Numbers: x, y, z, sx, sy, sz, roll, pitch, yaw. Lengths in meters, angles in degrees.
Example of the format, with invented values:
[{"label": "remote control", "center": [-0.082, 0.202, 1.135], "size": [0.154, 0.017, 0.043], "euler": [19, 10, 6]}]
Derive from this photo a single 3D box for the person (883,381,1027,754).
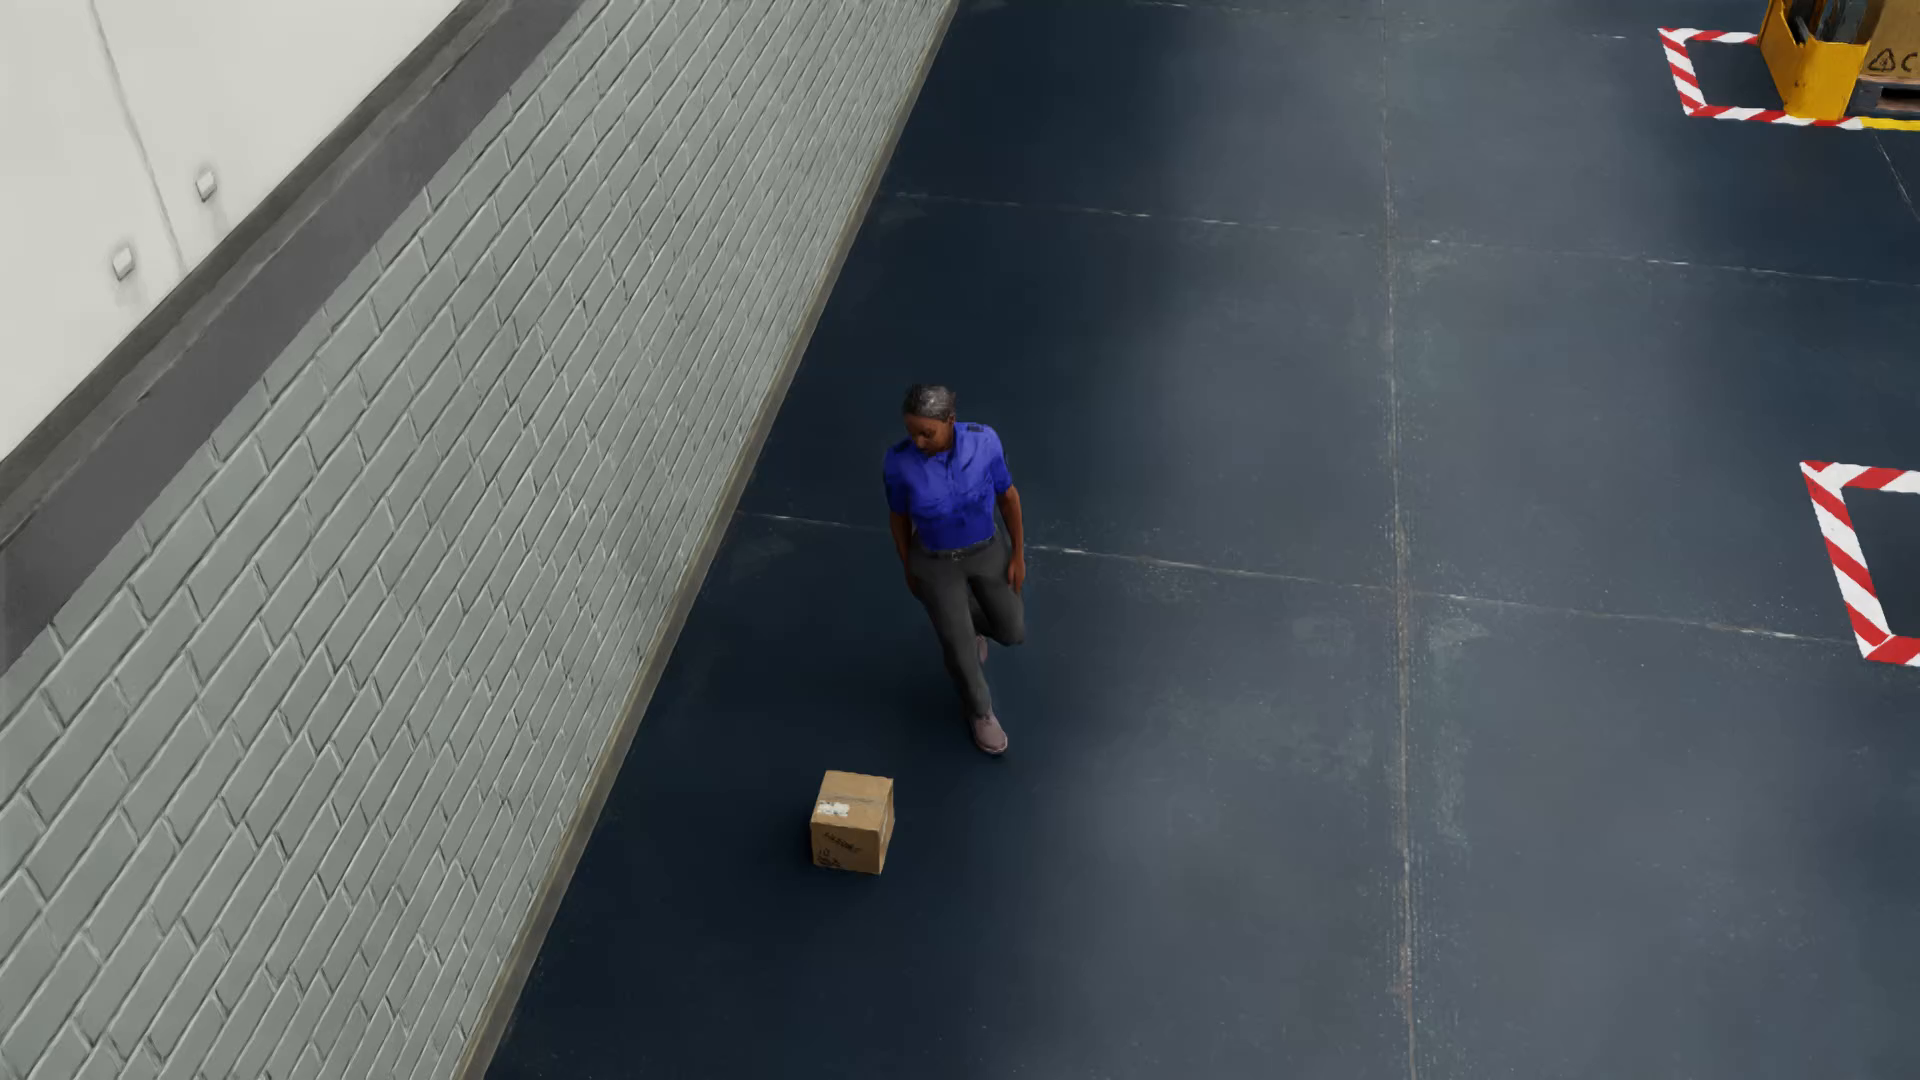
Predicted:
[{"label": "person", "center": [-0.026, 0.044, 6.125], "size": [0.504, 1.629, 0.622], "euler": [-10, 42, -11]}]
